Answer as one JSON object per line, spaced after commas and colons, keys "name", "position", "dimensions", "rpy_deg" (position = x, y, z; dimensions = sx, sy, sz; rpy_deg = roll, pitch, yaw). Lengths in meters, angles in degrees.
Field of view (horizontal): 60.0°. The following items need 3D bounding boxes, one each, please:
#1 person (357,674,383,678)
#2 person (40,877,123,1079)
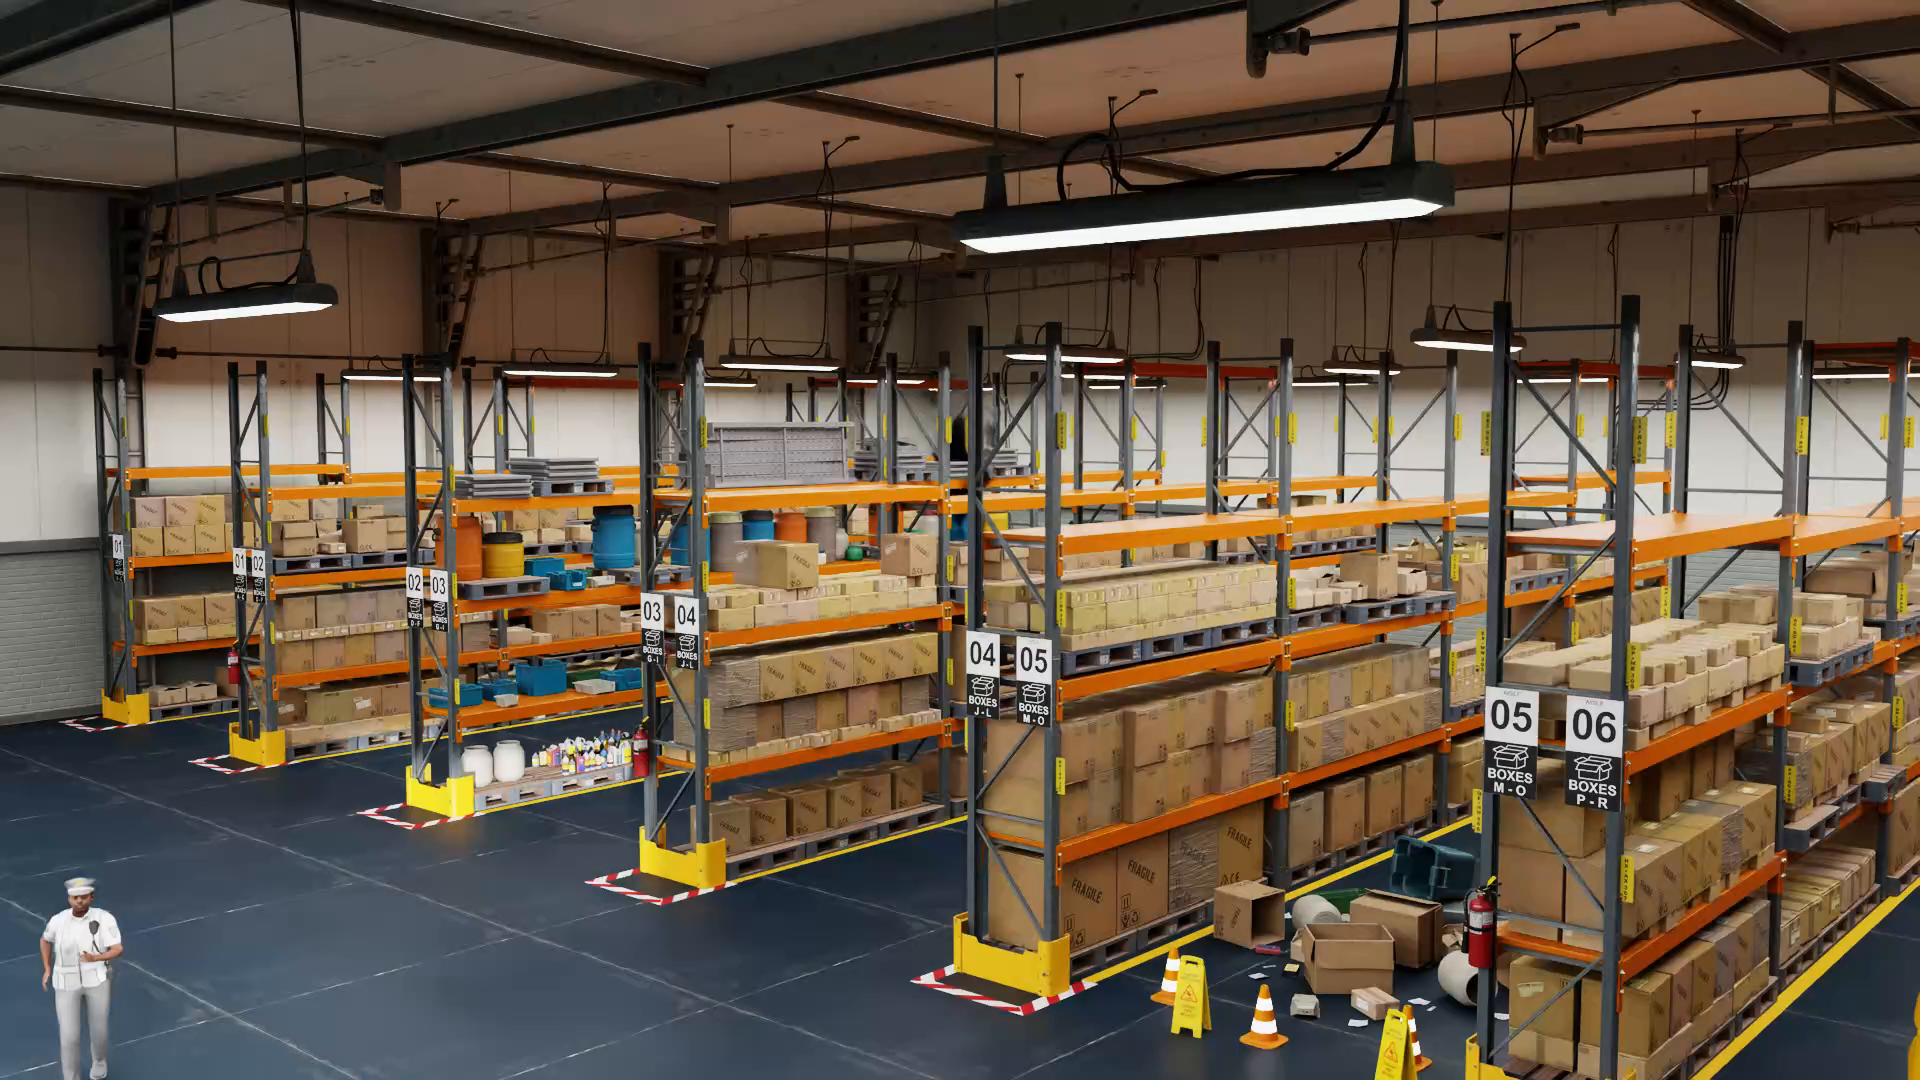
{"name": "person", "position": [-10.077, 2.246, 28.498], "dimensions": [0.577, 1.679, 0.672], "rpy_deg": [2, 5, 30]}
{"name": "person", "position": [-6.626, 3.378, 12.563], "dimensions": [0.562, 1.721, 0.885], "rpy_deg": [-2, 5, -26]}
